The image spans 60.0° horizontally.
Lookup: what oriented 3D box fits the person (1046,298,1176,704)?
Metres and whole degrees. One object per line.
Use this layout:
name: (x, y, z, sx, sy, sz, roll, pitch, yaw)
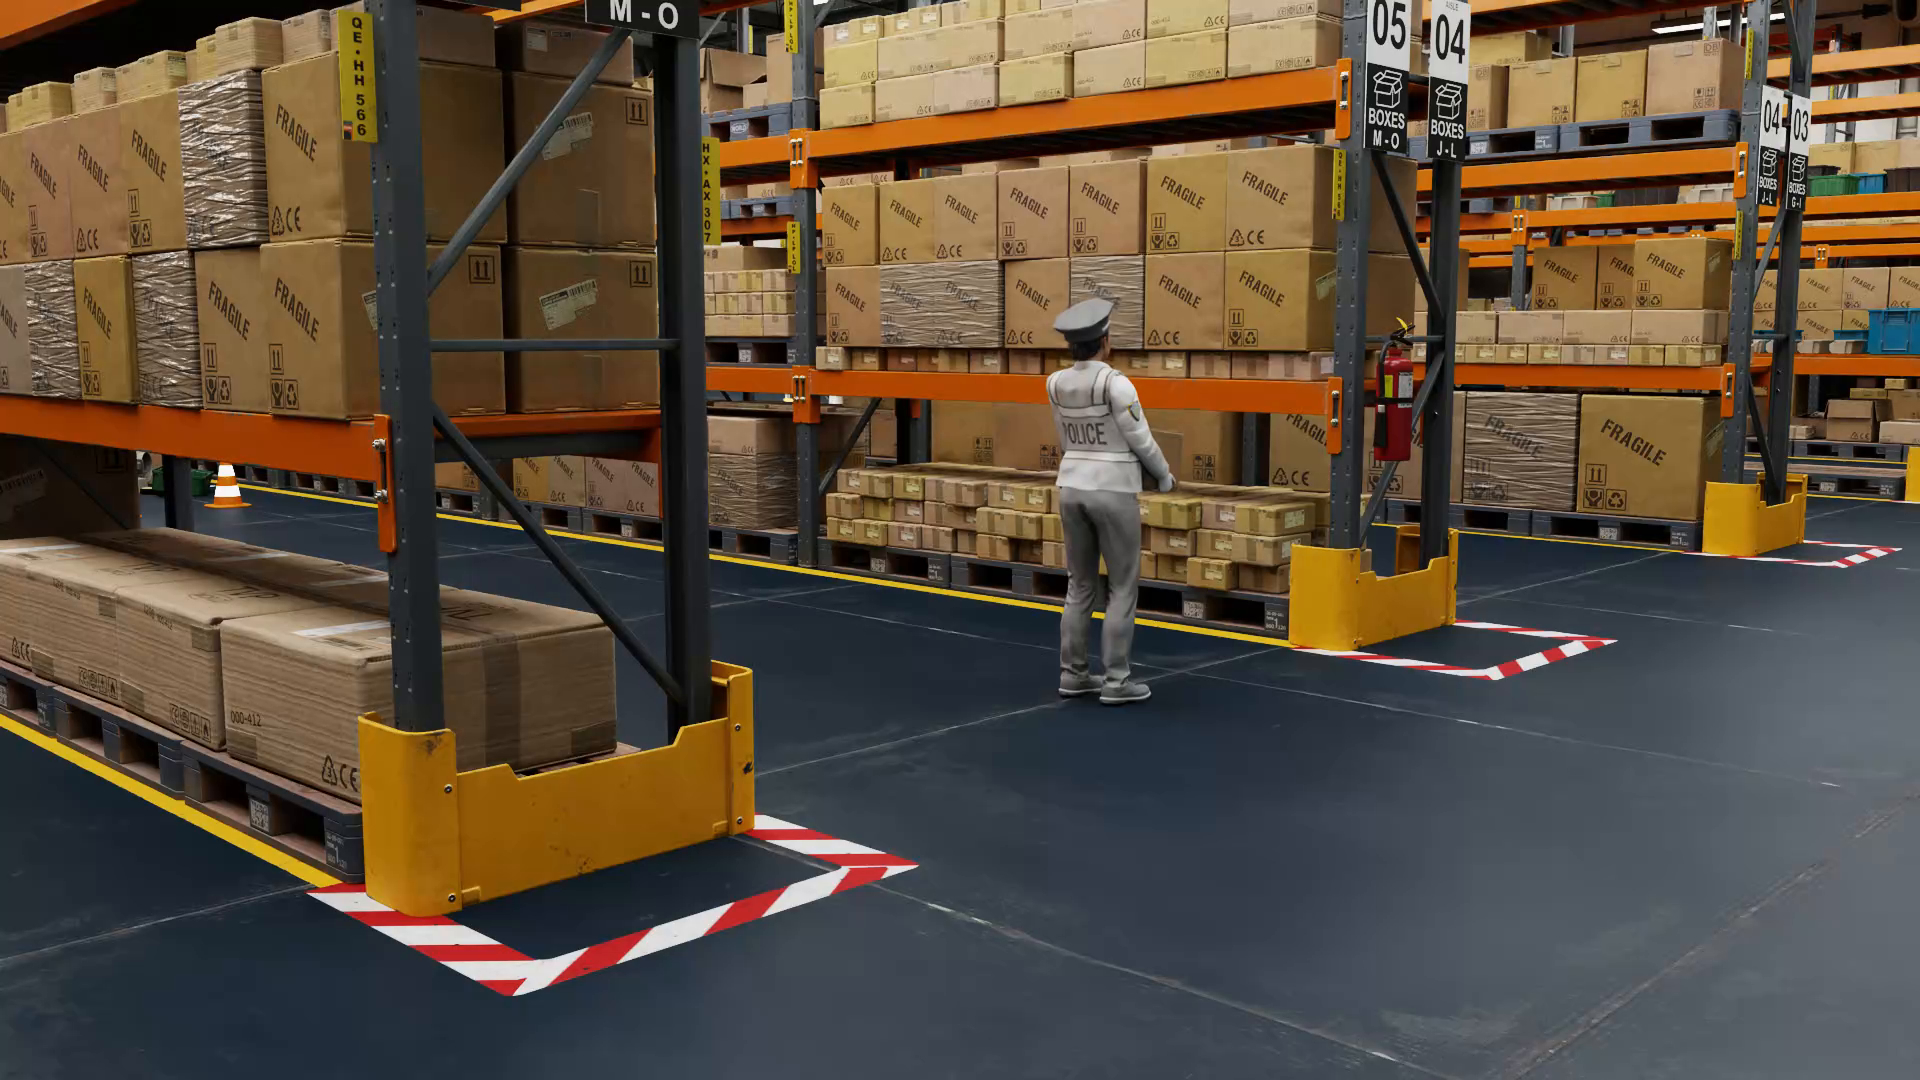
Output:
person: (0.630, -0.171, 7.021, 0.460, 1.686, 0.556, 7, 10, 44)
